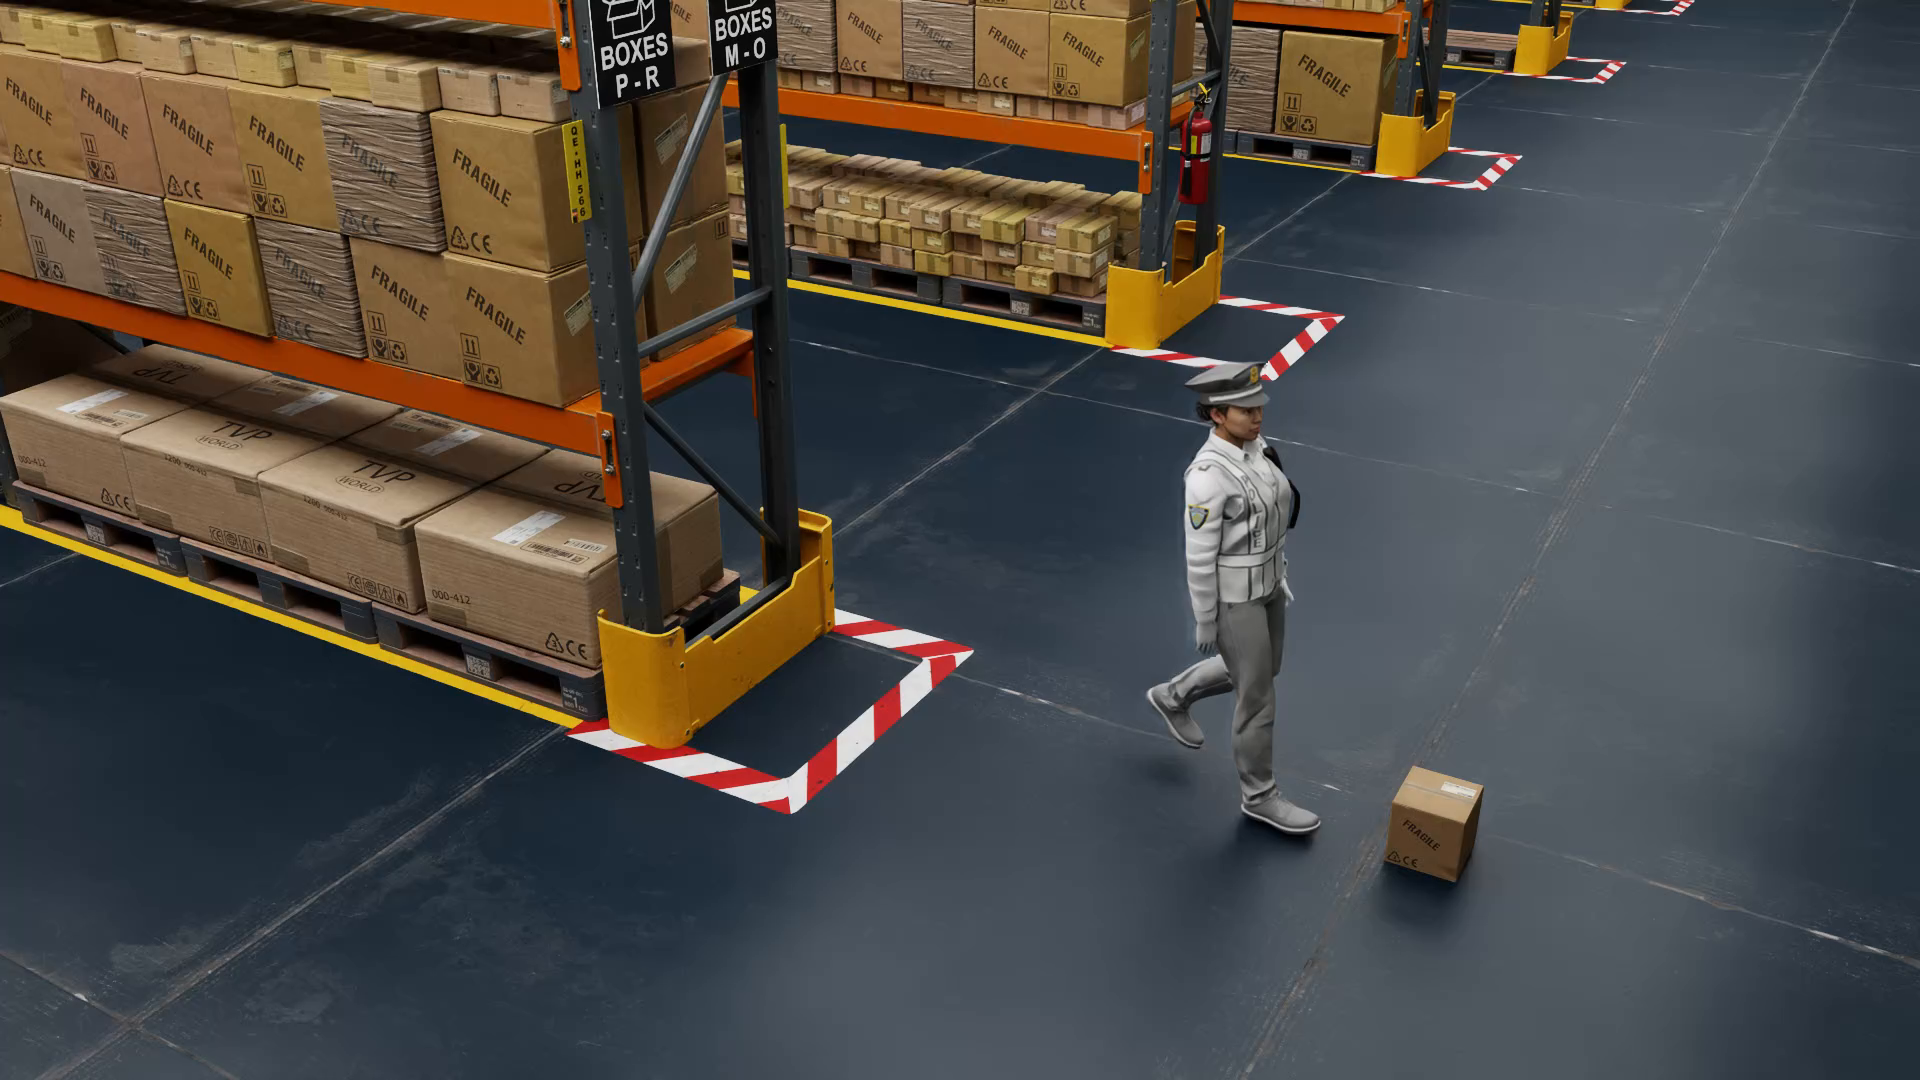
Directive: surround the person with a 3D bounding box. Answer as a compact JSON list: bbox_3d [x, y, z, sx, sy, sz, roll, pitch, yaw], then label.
[{"bbox_3d":[0.973,0.172,5.714,0.754,1.666,0.489,13,30,24],"label":"person"}]
